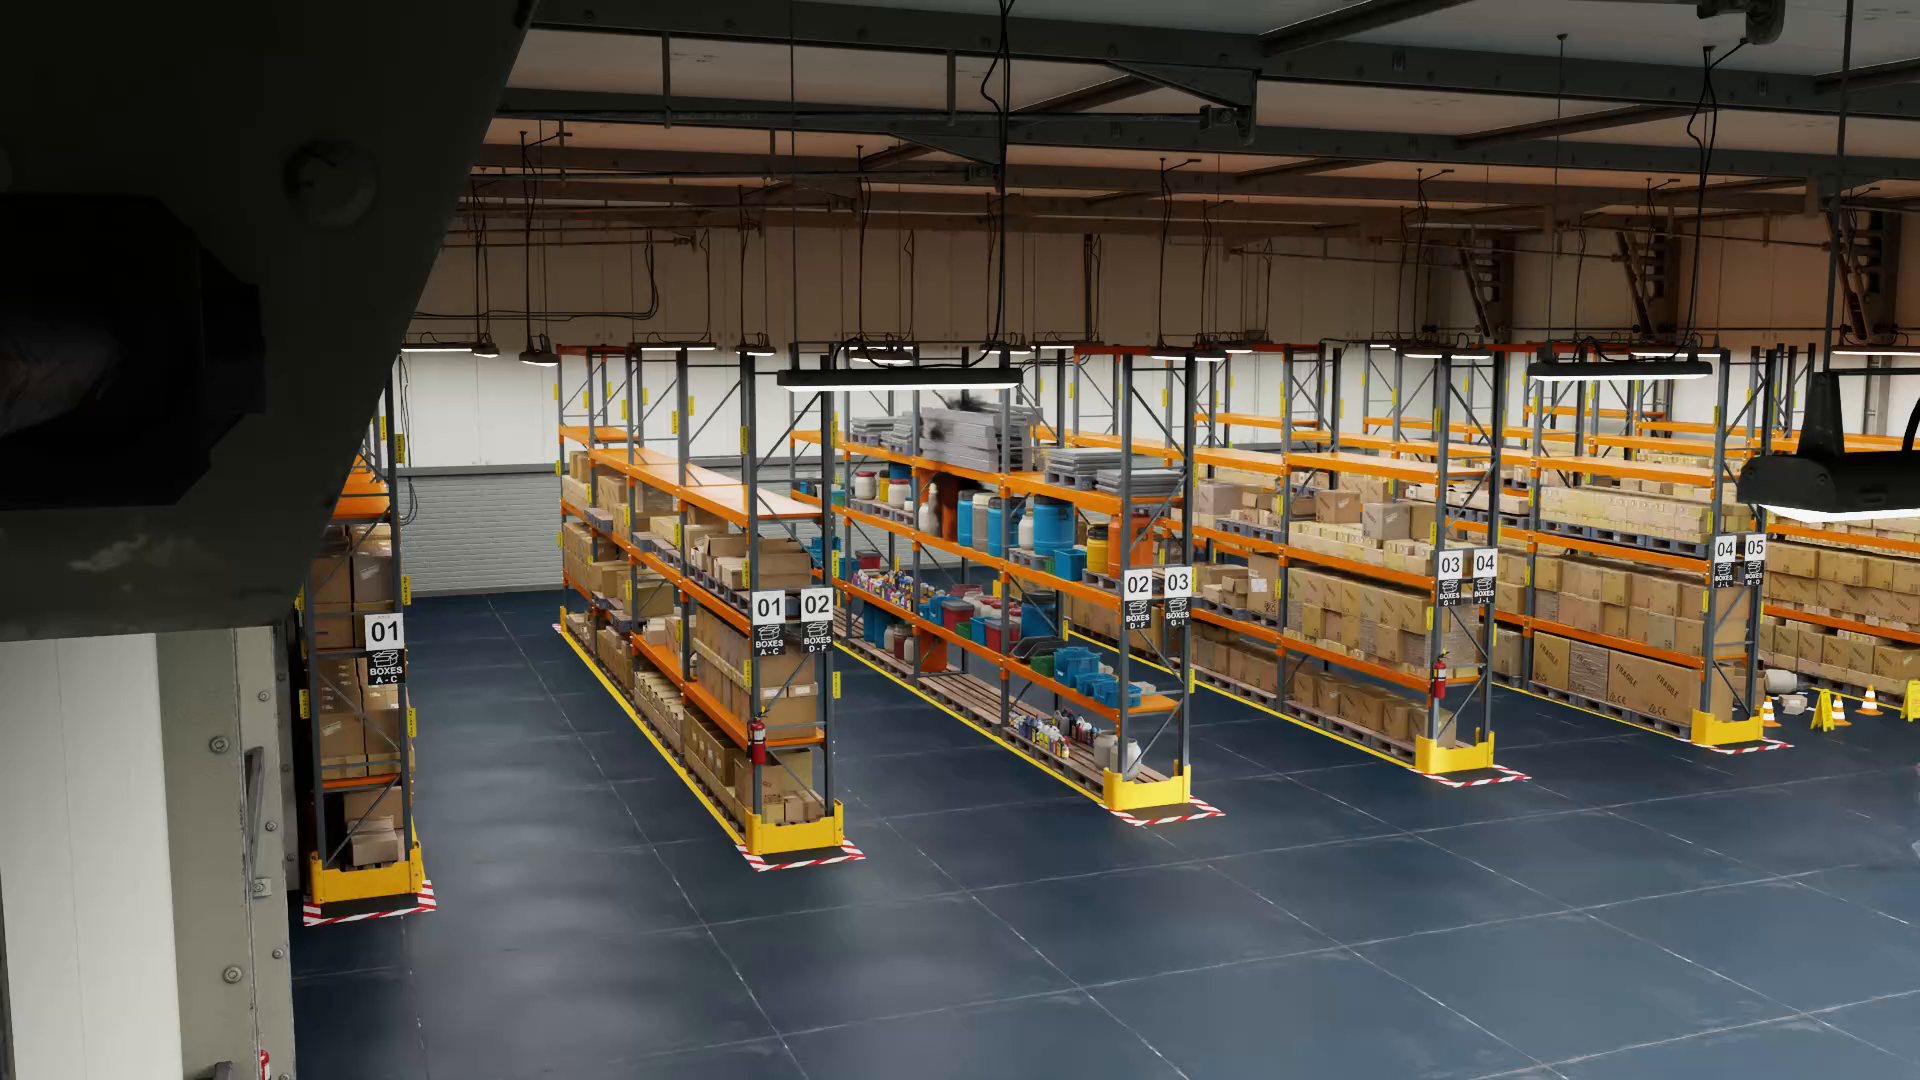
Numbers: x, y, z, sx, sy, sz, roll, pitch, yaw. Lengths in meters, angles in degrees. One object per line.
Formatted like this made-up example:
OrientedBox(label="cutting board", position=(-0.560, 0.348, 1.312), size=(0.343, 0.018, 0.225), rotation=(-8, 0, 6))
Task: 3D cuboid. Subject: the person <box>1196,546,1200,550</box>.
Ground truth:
OrientedBox(label="person", position=(5.739, 0.278, 41.430), size=(0.704, 1.704, 0.629), rotation=(-4, 8, -26))
